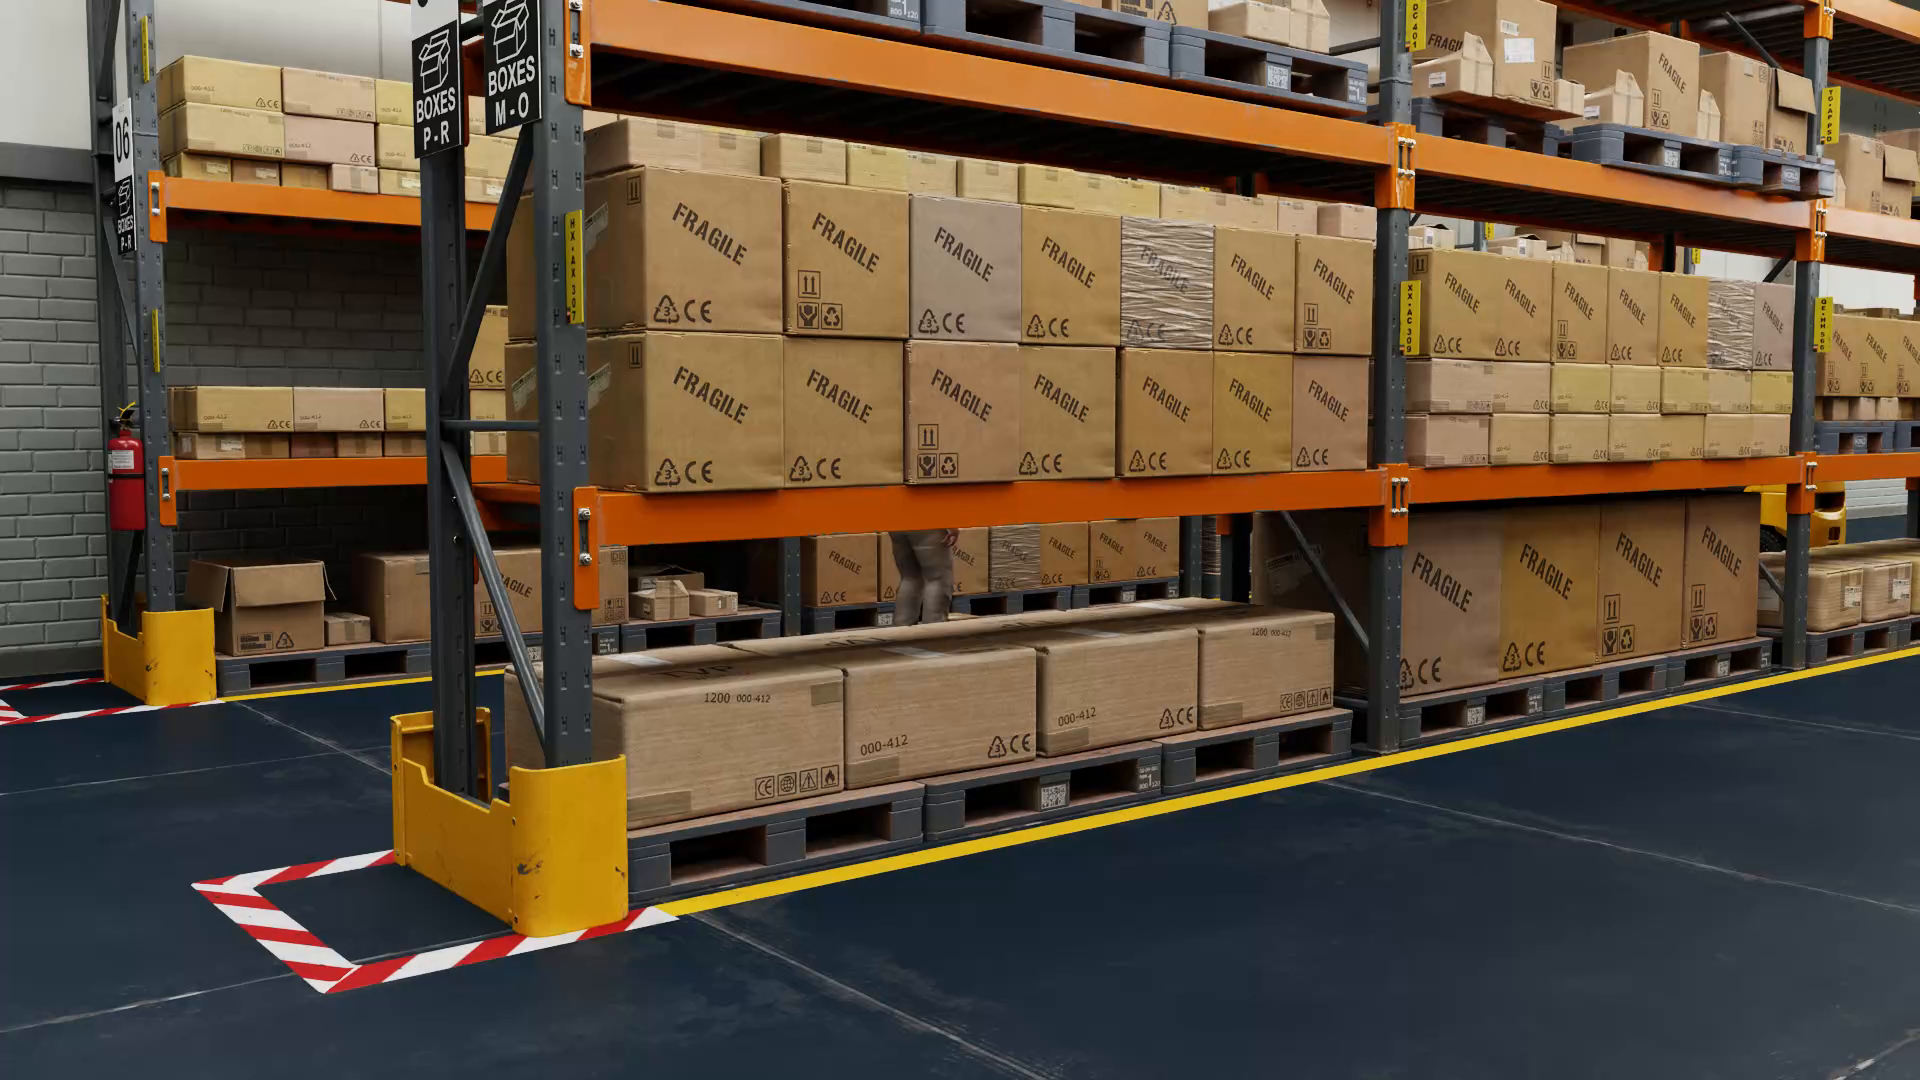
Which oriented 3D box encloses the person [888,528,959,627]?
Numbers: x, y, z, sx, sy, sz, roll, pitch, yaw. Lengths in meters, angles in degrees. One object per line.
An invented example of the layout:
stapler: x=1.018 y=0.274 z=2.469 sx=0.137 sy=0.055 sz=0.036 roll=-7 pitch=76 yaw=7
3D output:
person: x=-0.238 y=-0.110 z=10.558 sx=0.399 sy=1.727 sz=0.606 roll=-4 pitch=6 yaw=-42
